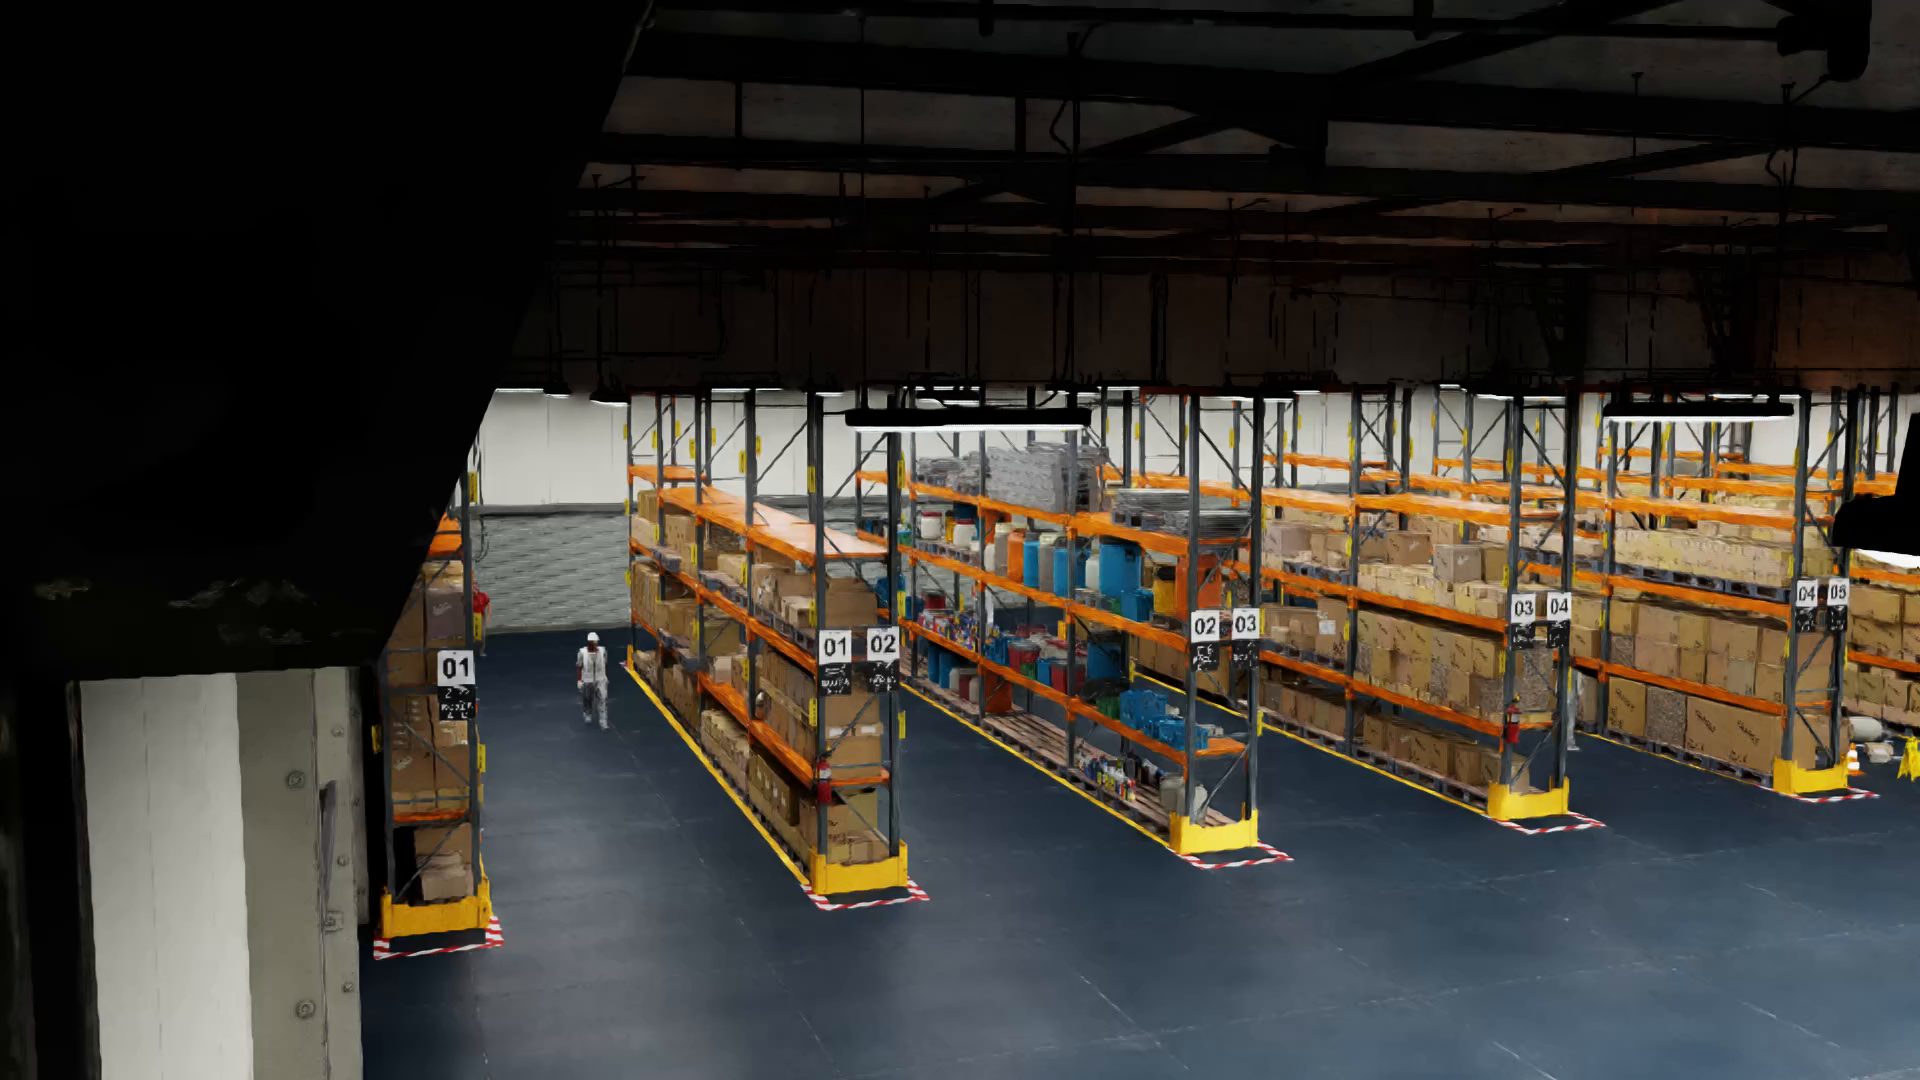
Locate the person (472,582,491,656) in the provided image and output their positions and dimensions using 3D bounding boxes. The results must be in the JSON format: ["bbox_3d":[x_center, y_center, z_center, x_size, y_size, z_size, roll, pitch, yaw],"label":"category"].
[{"bbox_3d":[-10.640,1.737,36.500,0.682,1.676,0.535,-2,6,-21],"label":"person"}]

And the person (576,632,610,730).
[{"bbox_3d":[-6.448,2.453,29.232,0.566,1.706,1.122,-2,6,-17],"label":"person"}]

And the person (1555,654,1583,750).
[{"bbox_3d":[10.106,2.675,27.620,0.469,1.601,0.399,5,8,39],"label":"person"}]

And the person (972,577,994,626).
[{"bbox_3d":[0.563,1.351,39.881,0.553,1.709,1.114,-2,6,-17],"label":"person"}]
